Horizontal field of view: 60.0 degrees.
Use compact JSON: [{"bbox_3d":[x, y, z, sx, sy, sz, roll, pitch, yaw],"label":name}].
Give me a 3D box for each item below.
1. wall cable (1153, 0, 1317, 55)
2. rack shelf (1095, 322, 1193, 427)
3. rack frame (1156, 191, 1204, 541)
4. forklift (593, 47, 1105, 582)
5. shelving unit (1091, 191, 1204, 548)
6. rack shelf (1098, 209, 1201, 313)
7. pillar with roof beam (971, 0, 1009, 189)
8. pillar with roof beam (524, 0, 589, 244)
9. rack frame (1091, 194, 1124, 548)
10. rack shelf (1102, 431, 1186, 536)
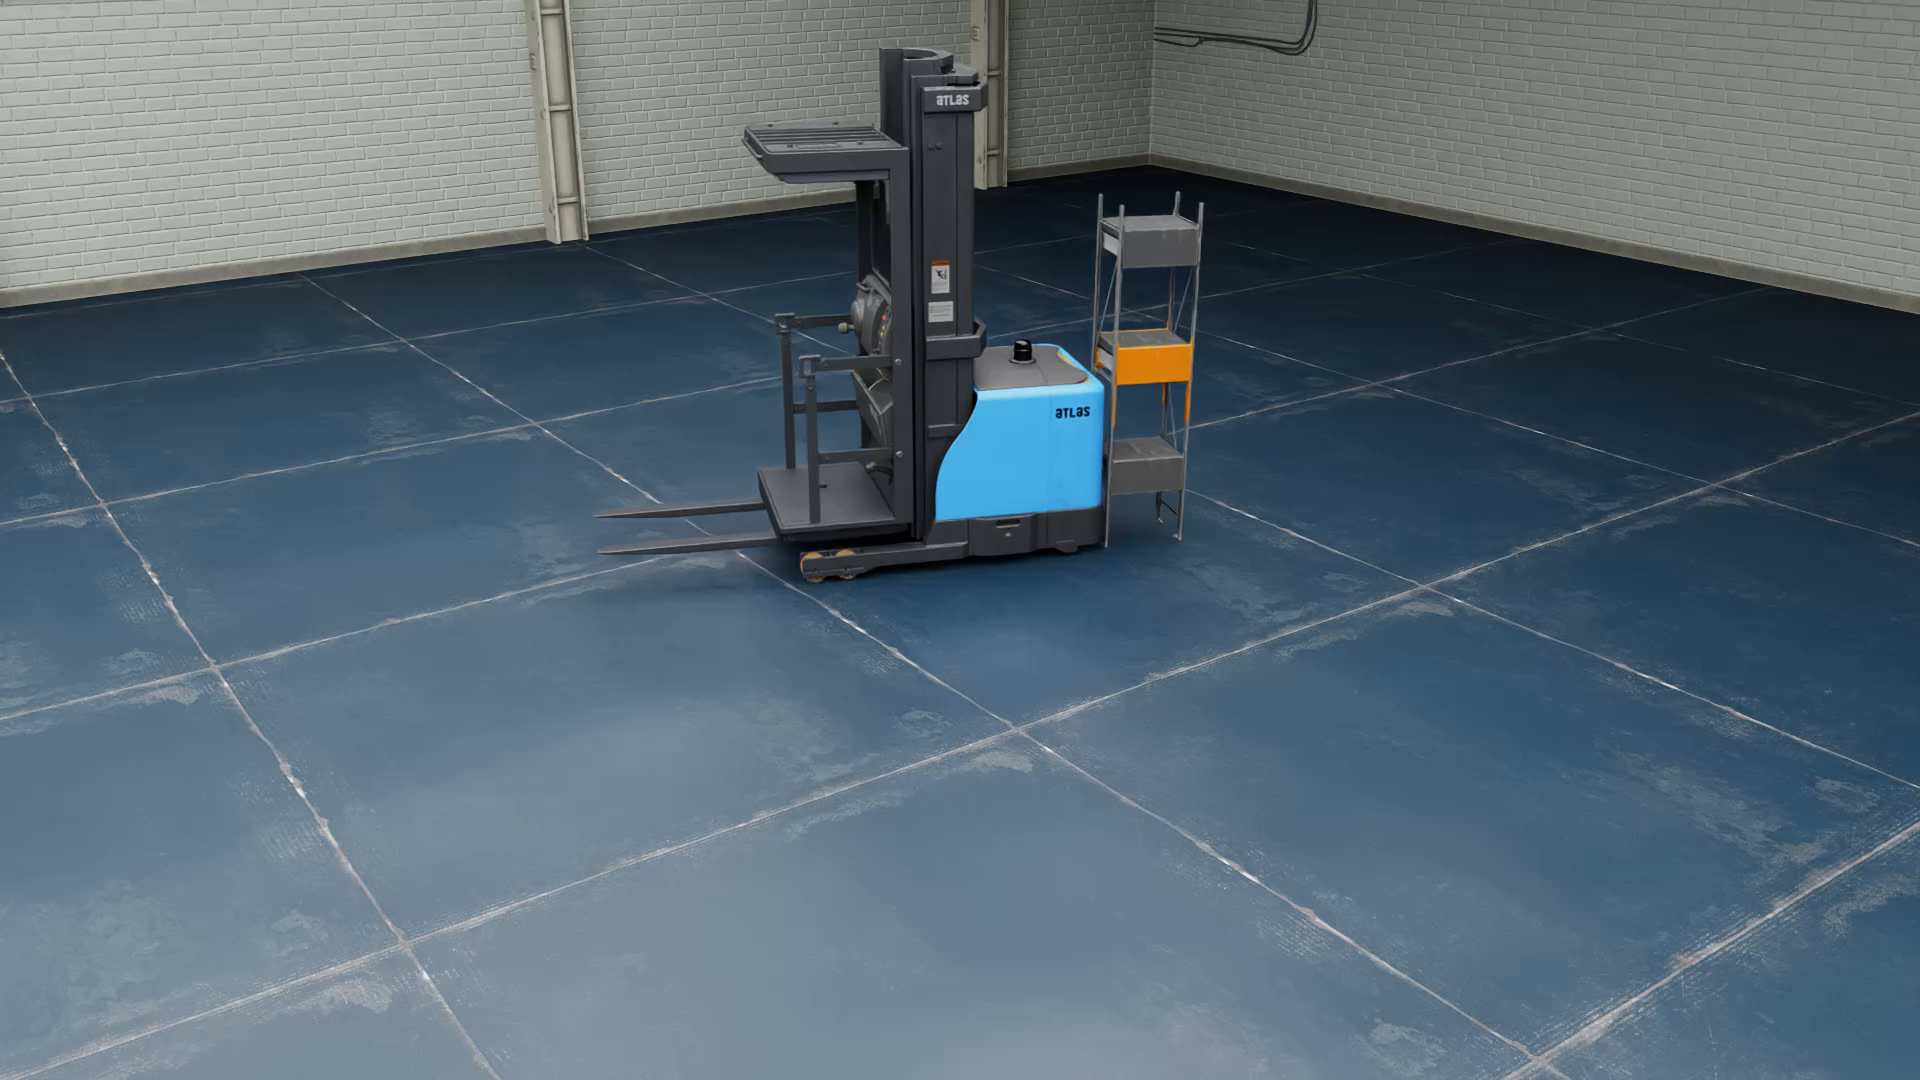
[{"bbox_3d":[3.549,-7.711,21.767,0.112,2.526,3.097,-15,26,-33],"label":"wall cable"},{"bbox_3d":[1.102,-1.009,10.120,0.480,0.518,0.431,-5,22,-14],"label":"rack shelf"},{"bbox_3d":[1.338,-1.042,10.174,0.015,2.100,0.400,-5,22,-14],"label":"rack frame"},{"bbox_3d":[-0.701,-1.332,9.779,3.031,2.935,1.130,-5,22,-13],"label":"forklift"},{"bbox_3d":[1.102,-1.022,10.115,0.503,2.100,0.431,-5,22,-14],"label":"shelving unit"},{"bbox_3d":[1.111,-1.660,9.863,0.480,0.518,0.431,-5,22,-14],"label":"rack shelf"},{"bbox_3d":[2.900,-7.618,17.345,0.400,9.000,9.100,-15,26,-33],"label":"pillar with roof beam"},{"bbox_3d":[-1.971,-6.319,14.090,0.400,9.000,9.100,-15,26,-33],"label":"pillar with roof beam"},{"bbox_3d":[0.866,-1.002,10.056,0.015,2.100,0.400,-5,22,-14],"label":"rack frame"},{"bbox_3d":[1.092,-0.358,10.377,0.480,0.518,0.431,-5,22,-14],"label":"rack shelf"}]
